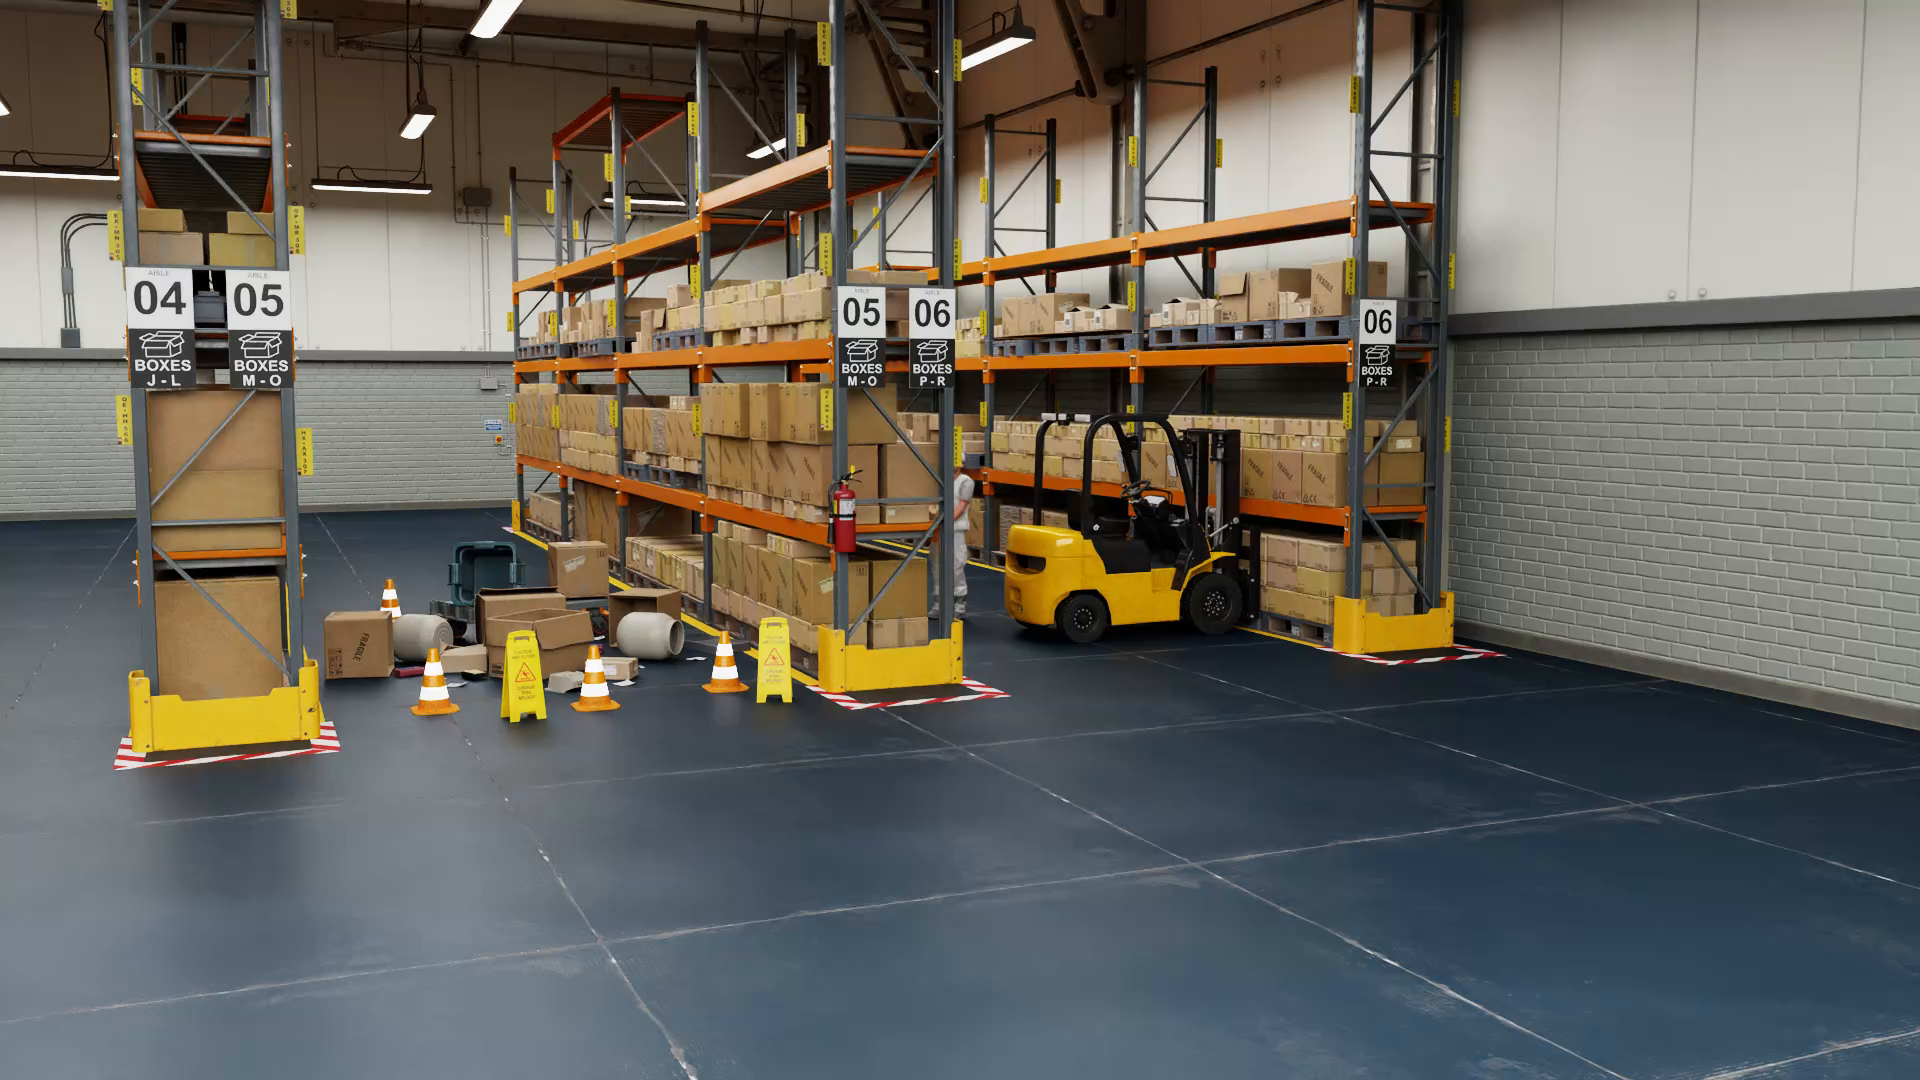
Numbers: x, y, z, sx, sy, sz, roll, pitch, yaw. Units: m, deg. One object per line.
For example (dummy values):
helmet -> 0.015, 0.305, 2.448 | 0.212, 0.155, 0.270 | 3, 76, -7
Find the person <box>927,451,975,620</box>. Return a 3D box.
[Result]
person -> -0.150, -0.062, 17.223 | 0.506, 1.792, 0.562 | 4, 7, 37
